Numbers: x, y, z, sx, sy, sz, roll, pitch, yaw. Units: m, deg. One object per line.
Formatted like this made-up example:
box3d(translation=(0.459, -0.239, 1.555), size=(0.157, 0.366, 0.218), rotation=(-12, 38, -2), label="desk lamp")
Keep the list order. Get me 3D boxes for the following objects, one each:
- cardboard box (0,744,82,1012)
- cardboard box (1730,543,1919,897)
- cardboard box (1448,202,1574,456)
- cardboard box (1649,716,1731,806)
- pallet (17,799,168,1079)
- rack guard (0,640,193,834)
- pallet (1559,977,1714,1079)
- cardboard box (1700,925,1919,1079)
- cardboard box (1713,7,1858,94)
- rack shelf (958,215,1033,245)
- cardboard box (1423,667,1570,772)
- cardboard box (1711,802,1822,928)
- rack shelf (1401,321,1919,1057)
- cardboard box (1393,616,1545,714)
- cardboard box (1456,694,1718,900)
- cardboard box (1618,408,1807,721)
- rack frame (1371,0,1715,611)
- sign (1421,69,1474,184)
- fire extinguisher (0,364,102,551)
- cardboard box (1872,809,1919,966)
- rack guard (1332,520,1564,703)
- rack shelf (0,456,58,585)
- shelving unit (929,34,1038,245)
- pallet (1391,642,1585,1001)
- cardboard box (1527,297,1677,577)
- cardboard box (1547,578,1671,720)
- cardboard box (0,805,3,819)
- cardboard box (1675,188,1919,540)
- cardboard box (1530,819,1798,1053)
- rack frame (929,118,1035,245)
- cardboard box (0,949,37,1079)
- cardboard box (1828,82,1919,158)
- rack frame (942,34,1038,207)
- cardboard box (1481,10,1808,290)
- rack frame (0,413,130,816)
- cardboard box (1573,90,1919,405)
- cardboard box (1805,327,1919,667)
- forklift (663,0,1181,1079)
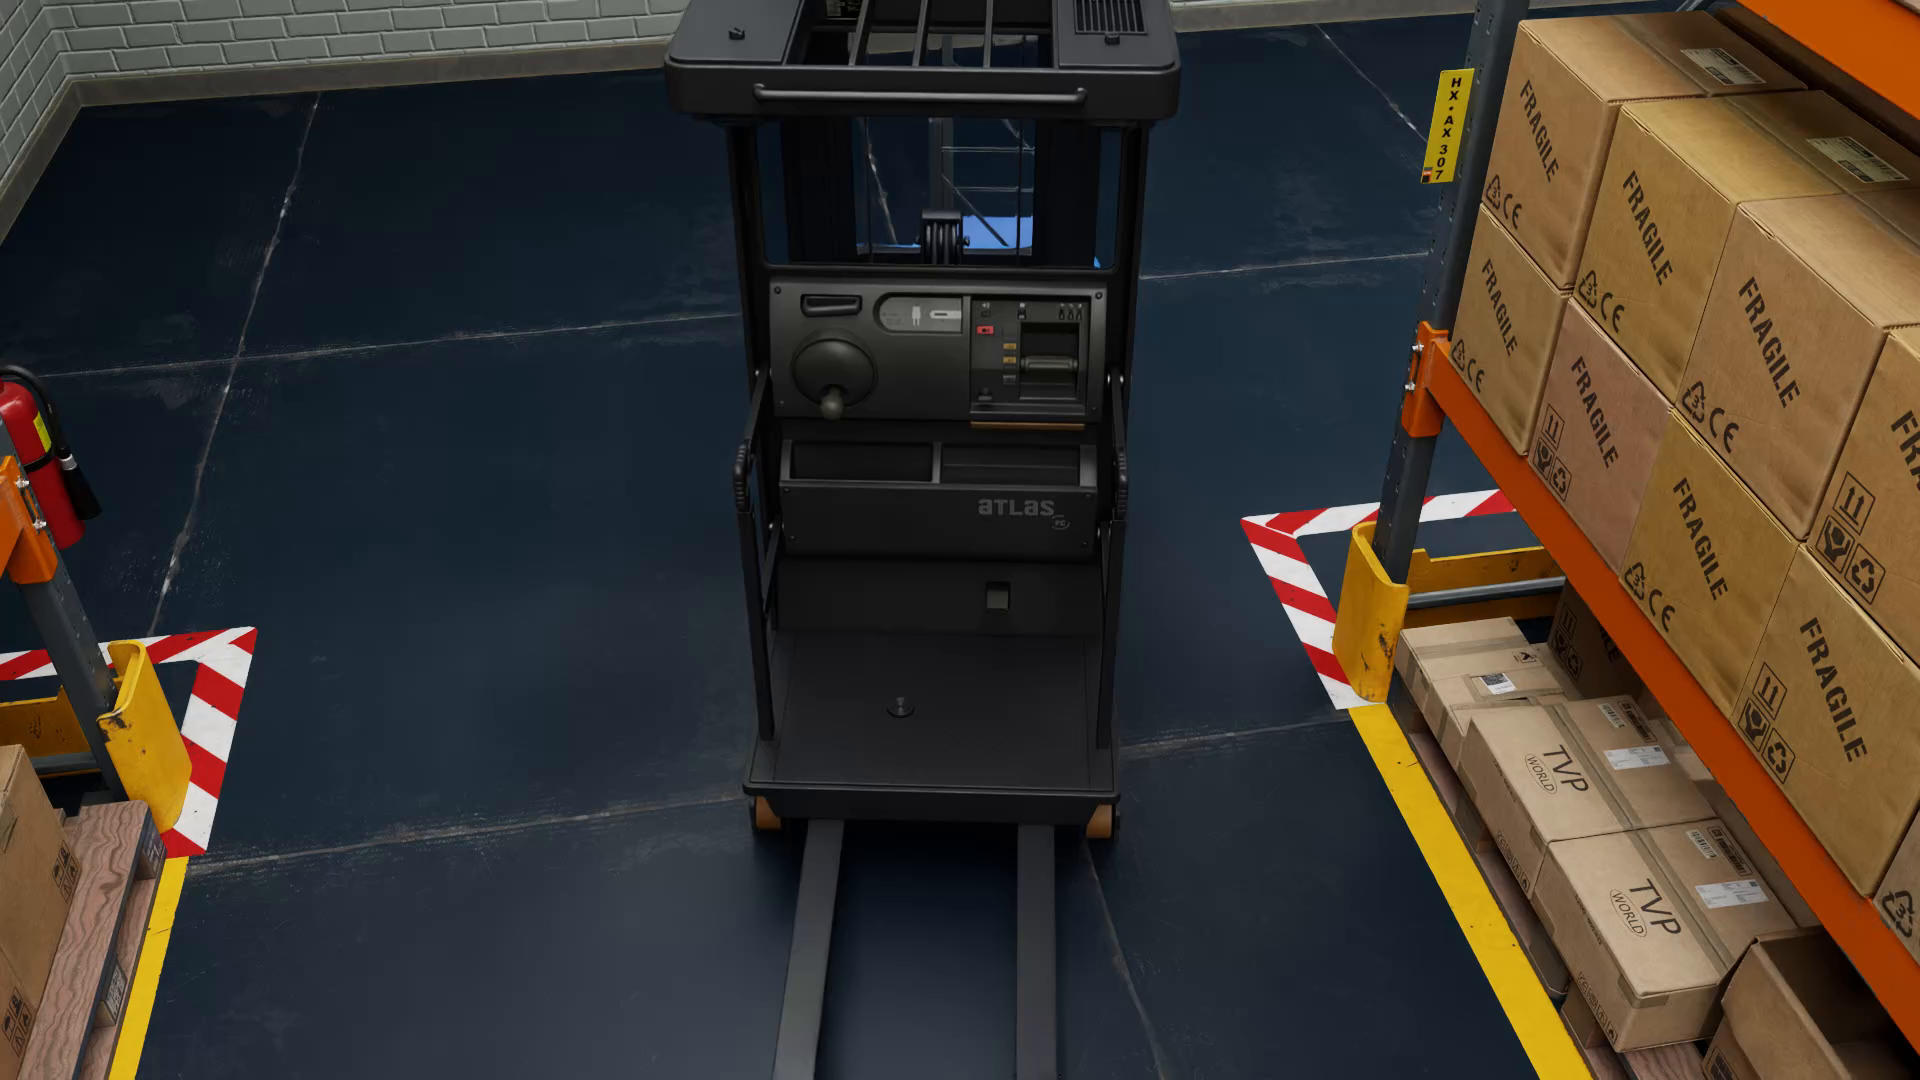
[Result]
box3d(translation=(-2.784, 0.921, 4.315), size=(0.700, 0.500, 0.500), rotation=(-6, 38, -8), label="cardboard box")
box3d(translation=(1.956, 0.326, 3.304), size=(0.500, 0.500, 0.500), rotation=(-6, 38, -7), label="cardboard box")
box3d(translation=(1.690, -0.590, 4.483), size=(0.500, 0.500, 0.500), rotation=(-5, 38, -7), label="cardboard box")
box3d(translation=(2.192, 0.654, 4.914), size=(0.380, 0.166, 0.250), rotation=(-6, 38, -8), label="cardboard box")
box3d(translation=(-2.788, 1.264, 4.452), size=(1.003, 0.211, 1.213), rotation=(-6, 38, -8), label="pallet")
box3d(translation=(-3.009, 0.660, 4.992), size=(1.175, 0.500, 0.348), rotation=(-6, 38, -8), label="rack guard")
box3d(translation=(2.236, 1.517, 4.126), size=(1.003, 0.211, 1.213), rotation=(-6, 38, -8), label="pallet")
box3d(translation=(2.238, 1.247, 3.877), size=(0.797, 0.503, 0.637), rotation=(-6, 38, -8), label="cardboard box")
box3d(translation=(2.220, -1.042, 4.250), size=(0.500, 0.500, 0.500), rotation=(-7, 38, -8), label="cardboard box")
box3d(translation=(0.163, -0.998, 6.605), size=(0.538, 0.185, 1.000), rotation=(1, 38, 2), label="rack shelf")
box3d(translation=(1.650, 0.539, 5.062), size=(0.380, 0.166, 0.250), rotation=(-6, 38, -8), label="cardboard box")
box3d(translation=(2.346, 0.944, 4.473), size=(0.500, 0.250, 0.500), rotation=(-6, 38, -8), label="cardboard box")
box3d(translation=(2.222, 0.645, 3.561), size=(1.077, 0.370, 4.000), rotation=(-6, 38, -8), label="rack shelf")
box3d(translation=(1.606, 0.395, 5.262), size=(0.380, 0.149, 0.250), rotation=(-6, 38, -8), label="cardboard box")
box3d(translation=(1.775, 0.726, 4.753), size=(0.500, 0.250, 0.500), rotation=(-6, 38, -8), label="cardboard box")
box3d(translation=(1.870, 0.024, 3.692), size=(0.500, 0.500, 0.500), rotation=(-6, 38, -8), label="cardboard box")
box3d(translation=(1.871, -0.847, 4.896), size=(1.000, 3.000, 0.127), rotation=(-6, 38, -8), label="rack frame")
box3d(translation=(1.337, -1.131, 4.555), size=(0.100, 0.325, 0.005), rotation=(-6, 38, -8), label="sign")
box3d(translation=(-2.577, -0.275, 4.526), size=(0.296, 0.674, 0.183), rotation=(-6, 38, -8), label="fire extinguisher")
box3d(translation=(2.048, 0.634, 2.908), size=(0.500, 0.500, 0.500), rotation=(-5, 38, -7), label="cardboard box")
box3d(translation=(1.885, 0.186, 5.603), size=(1.175, 0.500, 0.348), rotation=(-6, 38, -8), label="rack guard")
box3d(translation=(-2.654, 1.180, 2.873), size=(1.077, 0.370, 4.000), rotation=(-6, 38, -8), label="rack shelf")
box3d(translation=(0.163, -1.140, 6.495), size=(0.538, 1.500, 1.048), rotation=(1, 38, 2), label="shelving unit")
box3d(translation=(2.025, 0.781, 5.072), size=(1.003, 0.211, 1.213), rotation=(-6, 38, -8), label="pallet")
box3d(translation=(1.785, -0.279, 4.083), size=(0.500, 0.500, 0.500), rotation=(-7, 38, -8), label="cardboard box")
box3d(translation=(2.209, 0.268, 5.139), size=(0.500, 0.500, 0.500), rotation=(-6, 38, -8), label="cardboard box")
box3d(translation=(-2.582, 0.723, 4.041), size=(0.380, 0.149, 0.250), rotation=(-7, 38, -8), label="cardboard box")
box3d(translation=(1.872, -0.368, 3.382), size=(0.500, 0.500, 0.500), rotation=(-6, 38, -7), label="cardboard box")
box3d(translation=(1.863, 1.028, 4.365), size=(0.500, 0.250, 0.500), rotation=(-6, 38, -8), label="cardboard box")
box3d(translation=(0.146, -0.828, 6.094), size=(0.500, 1.500, 0.032), rotation=(1, 38, 2), label="rack frame")
box3d(translation=(-2.696, 1.223, 3.926), size=(0.700, 0.500, 0.500), rotation=(-6, 38, -8), label="cardboard box")
box3d(translation=(2.310, -0.737, 3.858), size=(0.500, 0.500, 0.500), rotation=(-5, 38, -7), label="cardboard box")
box3d(translation=(0.180, -1.452, 6.896), size=(0.500, 1.500, 0.032), rotation=(1, 38, 2), label="rack frame")
box3d(translation=(1.690, -0.985, 4.177), size=(0.500, 0.500, 0.500), rotation=(-5, 38, -7), label="cardboard box")
box3d(translation=(-3.005, -0.312, 4.207), size=(1.000, 3.000, 0.127), rotation=(-6, 38, -8), label="rack frame")
box3d(translation=(1.789, -0.670, 3.771), size=(0.500, 0.500, 0.500), rotation=(-6, 38, -7), label="cardboard box")
box3d(translation=(1.962, -0.061, 2.987), size=(0.500, 0.500, 0.500), rotation=(-7, 38, -8), label="cardboard box")
box3d(translation=(-0.067, -0.450, 4.440), size=(1.130, 2.935, 3.031), rotation=(1, 38, 2), label="forklift")
